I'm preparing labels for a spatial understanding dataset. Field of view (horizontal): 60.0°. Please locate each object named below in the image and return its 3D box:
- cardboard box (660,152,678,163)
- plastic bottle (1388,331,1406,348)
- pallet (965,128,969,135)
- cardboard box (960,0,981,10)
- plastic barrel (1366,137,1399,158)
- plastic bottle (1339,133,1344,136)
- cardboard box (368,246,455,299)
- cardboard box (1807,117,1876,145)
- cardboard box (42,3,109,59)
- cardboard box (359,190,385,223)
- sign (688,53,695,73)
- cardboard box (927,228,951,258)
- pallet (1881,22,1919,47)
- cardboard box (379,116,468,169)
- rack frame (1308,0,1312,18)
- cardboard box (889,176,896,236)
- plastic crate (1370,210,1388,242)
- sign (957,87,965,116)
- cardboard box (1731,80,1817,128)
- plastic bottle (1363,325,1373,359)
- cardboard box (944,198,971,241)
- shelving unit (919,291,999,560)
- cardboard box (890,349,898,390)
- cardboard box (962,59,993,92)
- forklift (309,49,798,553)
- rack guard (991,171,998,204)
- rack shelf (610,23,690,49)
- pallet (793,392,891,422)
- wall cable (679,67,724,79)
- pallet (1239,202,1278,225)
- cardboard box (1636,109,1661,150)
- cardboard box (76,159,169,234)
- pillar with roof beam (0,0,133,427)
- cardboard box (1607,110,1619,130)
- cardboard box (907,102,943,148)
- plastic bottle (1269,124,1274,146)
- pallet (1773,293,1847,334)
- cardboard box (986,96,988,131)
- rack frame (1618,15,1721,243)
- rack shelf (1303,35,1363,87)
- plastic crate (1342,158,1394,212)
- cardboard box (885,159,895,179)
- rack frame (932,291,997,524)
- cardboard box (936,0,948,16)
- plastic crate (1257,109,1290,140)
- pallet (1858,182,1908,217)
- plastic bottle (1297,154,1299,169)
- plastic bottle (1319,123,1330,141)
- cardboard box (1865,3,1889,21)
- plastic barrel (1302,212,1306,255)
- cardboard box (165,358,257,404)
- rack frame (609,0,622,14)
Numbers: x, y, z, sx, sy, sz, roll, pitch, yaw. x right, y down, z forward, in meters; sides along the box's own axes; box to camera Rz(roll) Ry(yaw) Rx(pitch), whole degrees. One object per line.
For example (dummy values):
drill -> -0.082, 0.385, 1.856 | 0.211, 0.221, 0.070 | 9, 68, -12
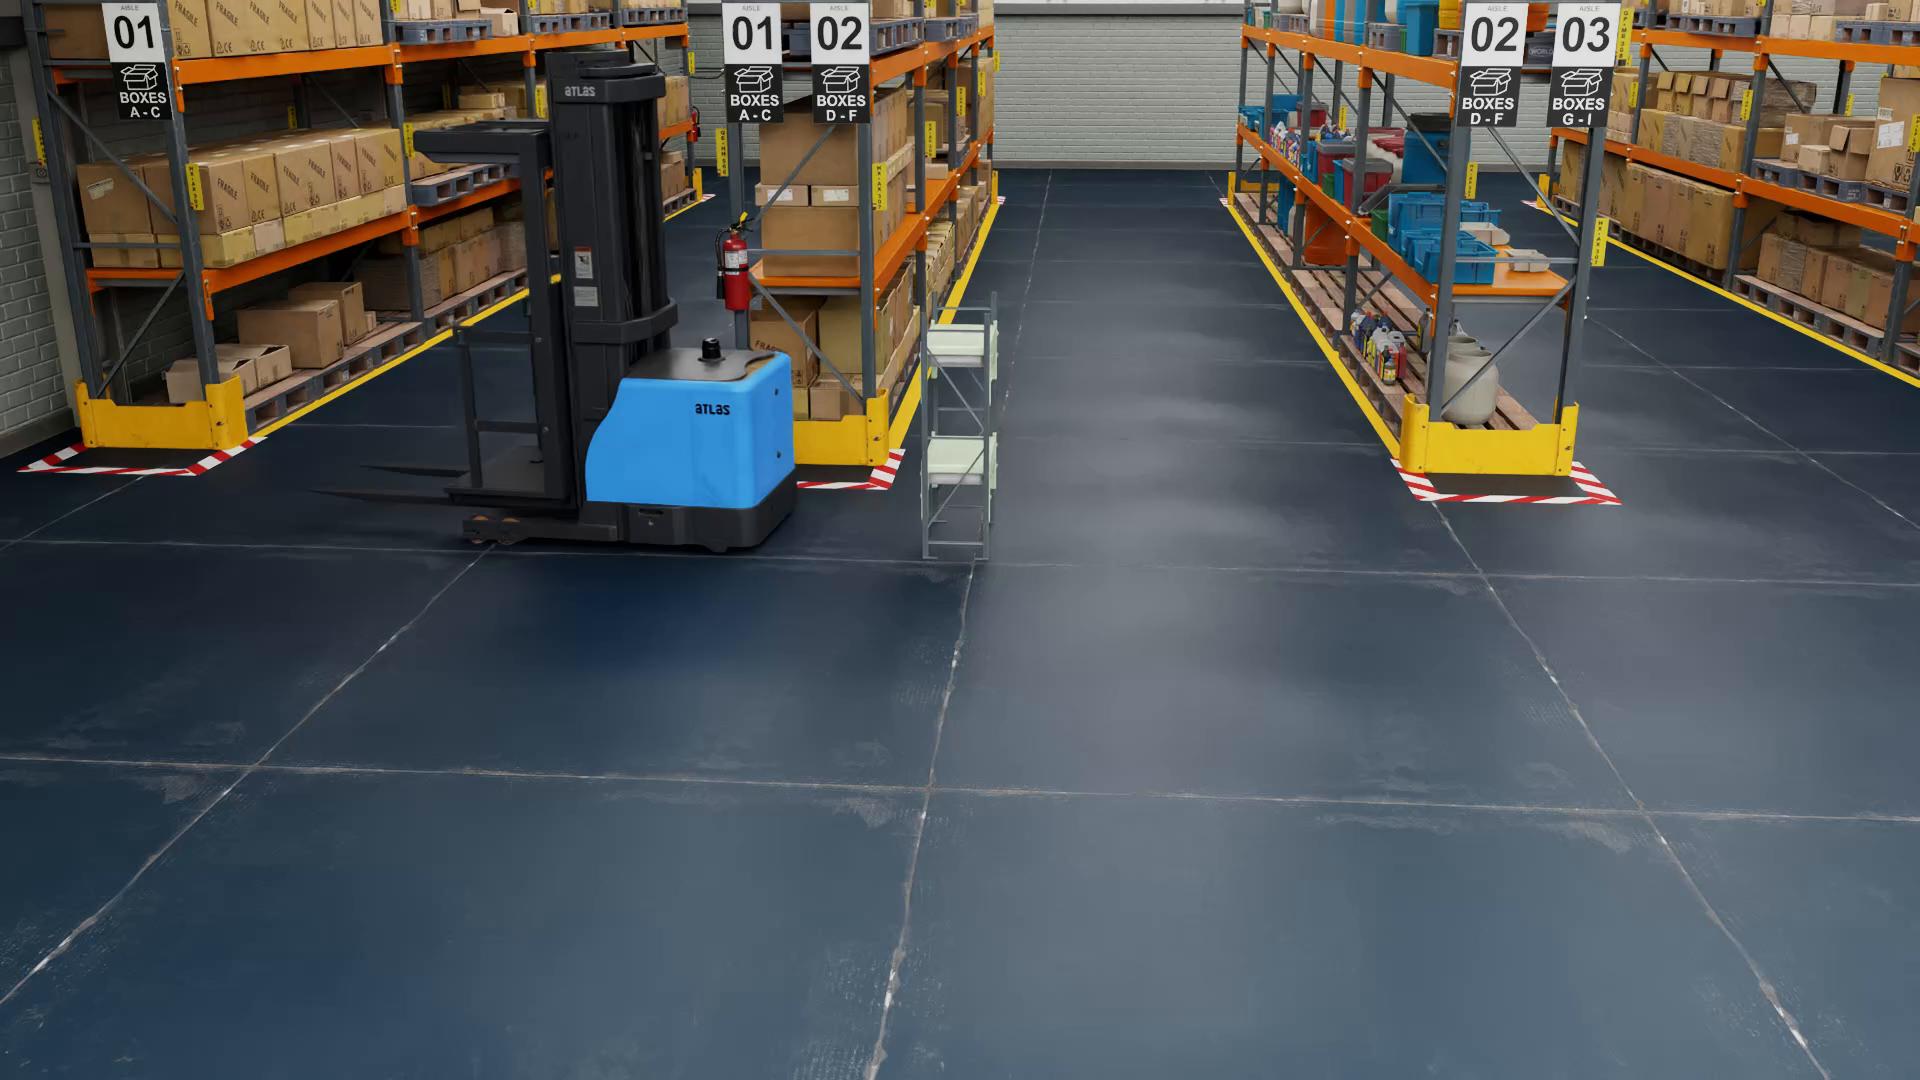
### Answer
cardboard box -> -4.705, -6.090, 26.489 | 0.380, 0.149, 0.250 | 2, 18, 5
plastic bottle -> 3.746, -1.652, 14.315 | 0.152, 0.276, 0.135 | 1, 18, 4
pallet -> -0.421, -5.424, 22.468 | 1.003, 0.211, 1.213 | 1, 18, 4
cardboard box -> 0.028, -7.498, 23.110 | 0.500, 0.250, 0.500 | 1, 18, 4
plastic barrel -> 4.508, -4.005, 17.649 | 0.421, 0.512, 0.421 | 0, 18, 0
plastic bottle -> 4.891, -5.077, 21.299 | 0.152, 0.276, 0.135 | 1, 18, 4
cardboard box -> -5.746, -2.798, 17.452 | 0.700, 0.500, 0.500 | 1, 18, 3
cardboard box -> 9.400, -4.199, 17.586 | 0.700, 0.500, 0.500 | 4, 19, 12
cardboard box -> -6.279, -3.761, 12.075 | 0.500, 0.500, 0.500 | 3, 18, 8
cardboard box -> -5.545, -3.016, 15.018 | 0.500, 0.250, 0.500 | 1, 18, 4
sign -> -4.369, -7.759, 27.046 | 0.100, 0.325, 0.005 | 1, 18, 4
cardboard box -> -0.364, -3.348, 18.665 | 0.500, 0.311, 0.500 | 1, 18, 3
pallet -> 9.203, -4.580, 15.067 | 1.213, 0.211, 1.003 | 1, 18, 4
cardboard box -> -5.636, -4.178, 17.490 | 0.700, 0.500, 0.500 | 4, 19, 11
rack frame -> 4.399, -7.258, 18.121 | 1.000, 3.000, 0.127 | 1, 18, 4
cardboard box -> -0.925, -2.866, 14.193 | 0.700, 0.500, 0.500 | 2, 18, 5
plastic crate -> 3.733, -2.649, 14.030 | 0.450, 0.188, 0.662 | 1, 18, 4
sign -> 0.012, -5.058, 19.181 | 0.100, 0.325, 0.005 | 1, 18, 4
cardboard box -> 9.408, -5.047, 19.238 | 0.797, 0.503, 0.637 | 2, 18, 6
plastic bottle -> 3.573, -1.733, 14.549 | 0.061, 0.283, 0.133 | 2, 18, 6
cardboard box -> -0.119, -4.156, 21.596 | 0.500, 0.500, 0.500 | 1, 18, 2
shelving unit -> 0.000, -0.711, 10.183 | 0.431, 1.500, 0.755 | 1, 18, 4
cardboard box -> -0.786, -1.399, 13.618 | 0.500, 0.250, 0.500 | 1, 18, 4
cardboard box -> 0.239, -7.225, 25.888 | 0.500, 0.500, 0.500 | 2, 18, 5
forklift -> -2.633, -1.519, 10.351 | 3.031, 2.935, 1.130 | 3, 18, 10
rack guard -> 0.026, -5.792, 27.296 | 1.175, 0.500, 0.348 | 1, 18, 4
rack shelf -> -5.053, -7.575, 25.062 | 1.077, 0.370, 4.000 | 1, 18, 4
pallet -> -1.102, -0.948, 12.975 | 1.003, 0.211, 1.213 | 1, 18, 4
wall cable -> -4.147, -10.237, 32.199 | 3.097, 2.526, 0.112 | 1, 18, 4
pallet -> 4.784, -4.933, 25.140 | 1.003, 0.211, 1.213 | 1, 18, 4
cardboard box -> 9.343, -5.449, 22.075 | 0.500, 0.500, 0.500 | 1, 18, 4
cardboard box -> -6.235, -2.589, 12.512 | 0.500, 0.500, 0.500 | 1, 18, 3
pillar with roof beam -> -2.575, -5.135, 11.643 | 9.100, 9.000, 0.400 | 1, 18, 4
cardboard box -> 9.430, -5.913, 23.413 | 0.500, 0.250, 0.500 | 2, 18, 6
cardboard box -> -0.609, -4.964, 19.920 | 0.700, 0.500, 0.500 | -5, 19, -15
plastic bottle -> 4.234, -5.490, 22.546 | 0.061, 0.283, 0.133 | 1, 18, 4
pallet -> 9.191, -2.351, 17.258 | 1.003, 0.211, 1.213 | 1, 18, 4
cardboard box -> 0.160, -6.433, 25.078 | 0.500, 0.500, 0.500 | 1, 18, 3
rack frame -> 9.626, -5.539, 22.509 | 1.000, 3.000, 0.127 | 1, 18, 4
rack shelf -> 4.255, -4.869, 16.805 | 1.077, 0.370, 4.000 | 1, 18, 4
plastic crate -> 3.842, -3.352, 15.734 | 0.402, 0.464, 0.583 | 1, 18, 4
cardboard box -> -0.743, -3.066, 13.761 | 0.380, 0.149, 0.250 | 2, 18, 6
rack frame -> 0.026, -0.824, 10.530 | 0.400, 1.500, 0.023 | 1, 18, 4
cardboard box -> -0.544, -6.128, 19.329 | 0.910, 0.500, 0.500 | 1, 18, 4
plastic crate -> 4.379, -5.823, 23.306 | 0.392, 0.384, 0.575 | 1, 18, 4
pallet -> 9.252, -3.197, 15.671 | 1.003, 0.211, 1.213 | 1, 18, 4
plastic bottle -> 4.029, -4.483, 19.607 | 0.097, 0.201, 0.097 | 0, 18, 0
plastic bottle -> 4.789, -5.279, 21.795 | 0.144, 0.351, 0.185 | 1, 18, 4
cardboard box -> 9.087, -5.153, 16.214 | 0.380, 0.166, 0.250 | 1, 18, 2
plastic barrel -> 4.368, -3.754, 20.383 | 0.421, 0.512, 0.421 | 0, 18, 0
cardboard box -> -5.917, -1.288, 13.147 | 0.500, 0.311, 0.500 | -1, 18, -2
rack frame -> -5.196, -8.721, 22.587 | 1.000, 3.000, 0.127 | 1, 18, 4
